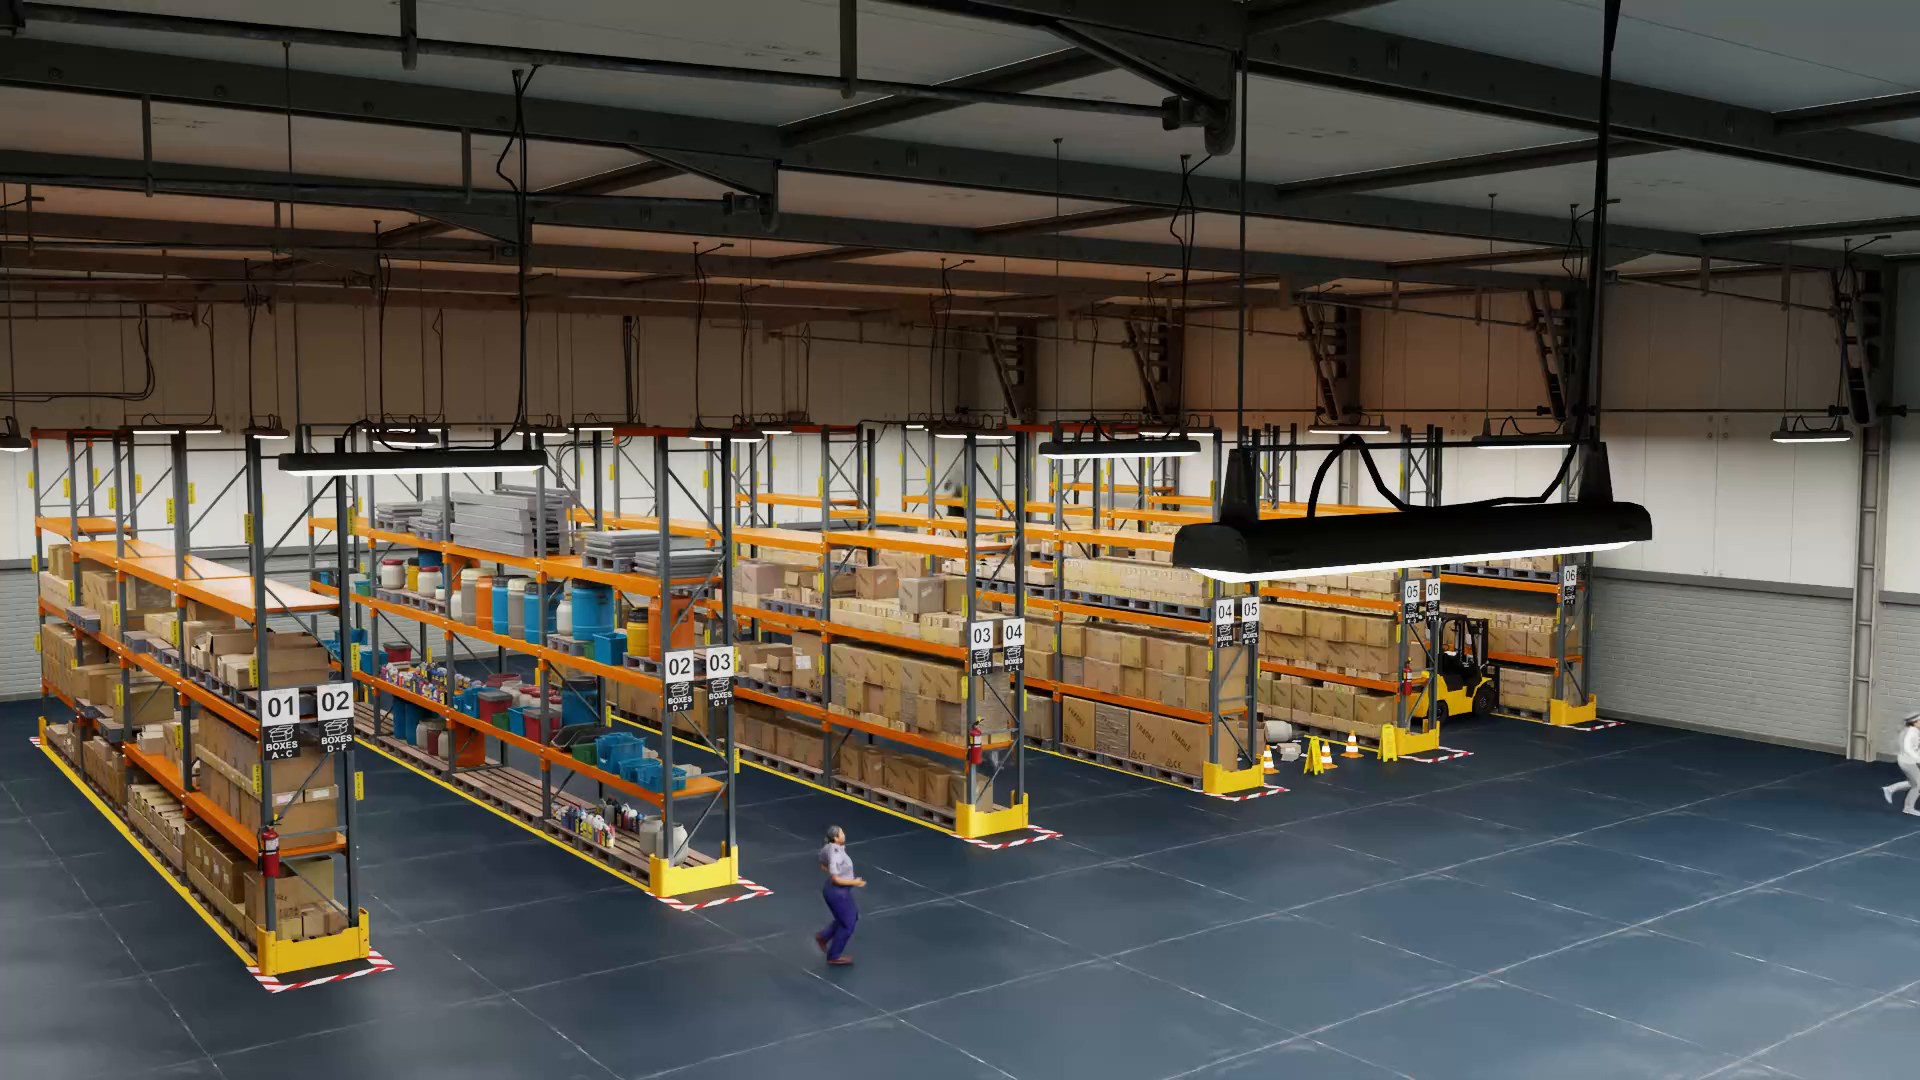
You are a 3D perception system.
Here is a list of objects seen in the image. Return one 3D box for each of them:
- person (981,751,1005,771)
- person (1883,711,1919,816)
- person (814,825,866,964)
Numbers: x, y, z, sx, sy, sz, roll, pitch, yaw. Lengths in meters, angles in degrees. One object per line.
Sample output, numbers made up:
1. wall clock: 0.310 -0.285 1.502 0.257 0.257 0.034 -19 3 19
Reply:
1. person: 0.506 3.183 29.432 0.845 1.708 0.589 4 6 39
2. person: 14.785 3.477 25.971 0.522 1.662 0.639 2 5 25
3. person: -1.375 4.043 18.996 0.565 1.587 0.601 -1 5 -13
